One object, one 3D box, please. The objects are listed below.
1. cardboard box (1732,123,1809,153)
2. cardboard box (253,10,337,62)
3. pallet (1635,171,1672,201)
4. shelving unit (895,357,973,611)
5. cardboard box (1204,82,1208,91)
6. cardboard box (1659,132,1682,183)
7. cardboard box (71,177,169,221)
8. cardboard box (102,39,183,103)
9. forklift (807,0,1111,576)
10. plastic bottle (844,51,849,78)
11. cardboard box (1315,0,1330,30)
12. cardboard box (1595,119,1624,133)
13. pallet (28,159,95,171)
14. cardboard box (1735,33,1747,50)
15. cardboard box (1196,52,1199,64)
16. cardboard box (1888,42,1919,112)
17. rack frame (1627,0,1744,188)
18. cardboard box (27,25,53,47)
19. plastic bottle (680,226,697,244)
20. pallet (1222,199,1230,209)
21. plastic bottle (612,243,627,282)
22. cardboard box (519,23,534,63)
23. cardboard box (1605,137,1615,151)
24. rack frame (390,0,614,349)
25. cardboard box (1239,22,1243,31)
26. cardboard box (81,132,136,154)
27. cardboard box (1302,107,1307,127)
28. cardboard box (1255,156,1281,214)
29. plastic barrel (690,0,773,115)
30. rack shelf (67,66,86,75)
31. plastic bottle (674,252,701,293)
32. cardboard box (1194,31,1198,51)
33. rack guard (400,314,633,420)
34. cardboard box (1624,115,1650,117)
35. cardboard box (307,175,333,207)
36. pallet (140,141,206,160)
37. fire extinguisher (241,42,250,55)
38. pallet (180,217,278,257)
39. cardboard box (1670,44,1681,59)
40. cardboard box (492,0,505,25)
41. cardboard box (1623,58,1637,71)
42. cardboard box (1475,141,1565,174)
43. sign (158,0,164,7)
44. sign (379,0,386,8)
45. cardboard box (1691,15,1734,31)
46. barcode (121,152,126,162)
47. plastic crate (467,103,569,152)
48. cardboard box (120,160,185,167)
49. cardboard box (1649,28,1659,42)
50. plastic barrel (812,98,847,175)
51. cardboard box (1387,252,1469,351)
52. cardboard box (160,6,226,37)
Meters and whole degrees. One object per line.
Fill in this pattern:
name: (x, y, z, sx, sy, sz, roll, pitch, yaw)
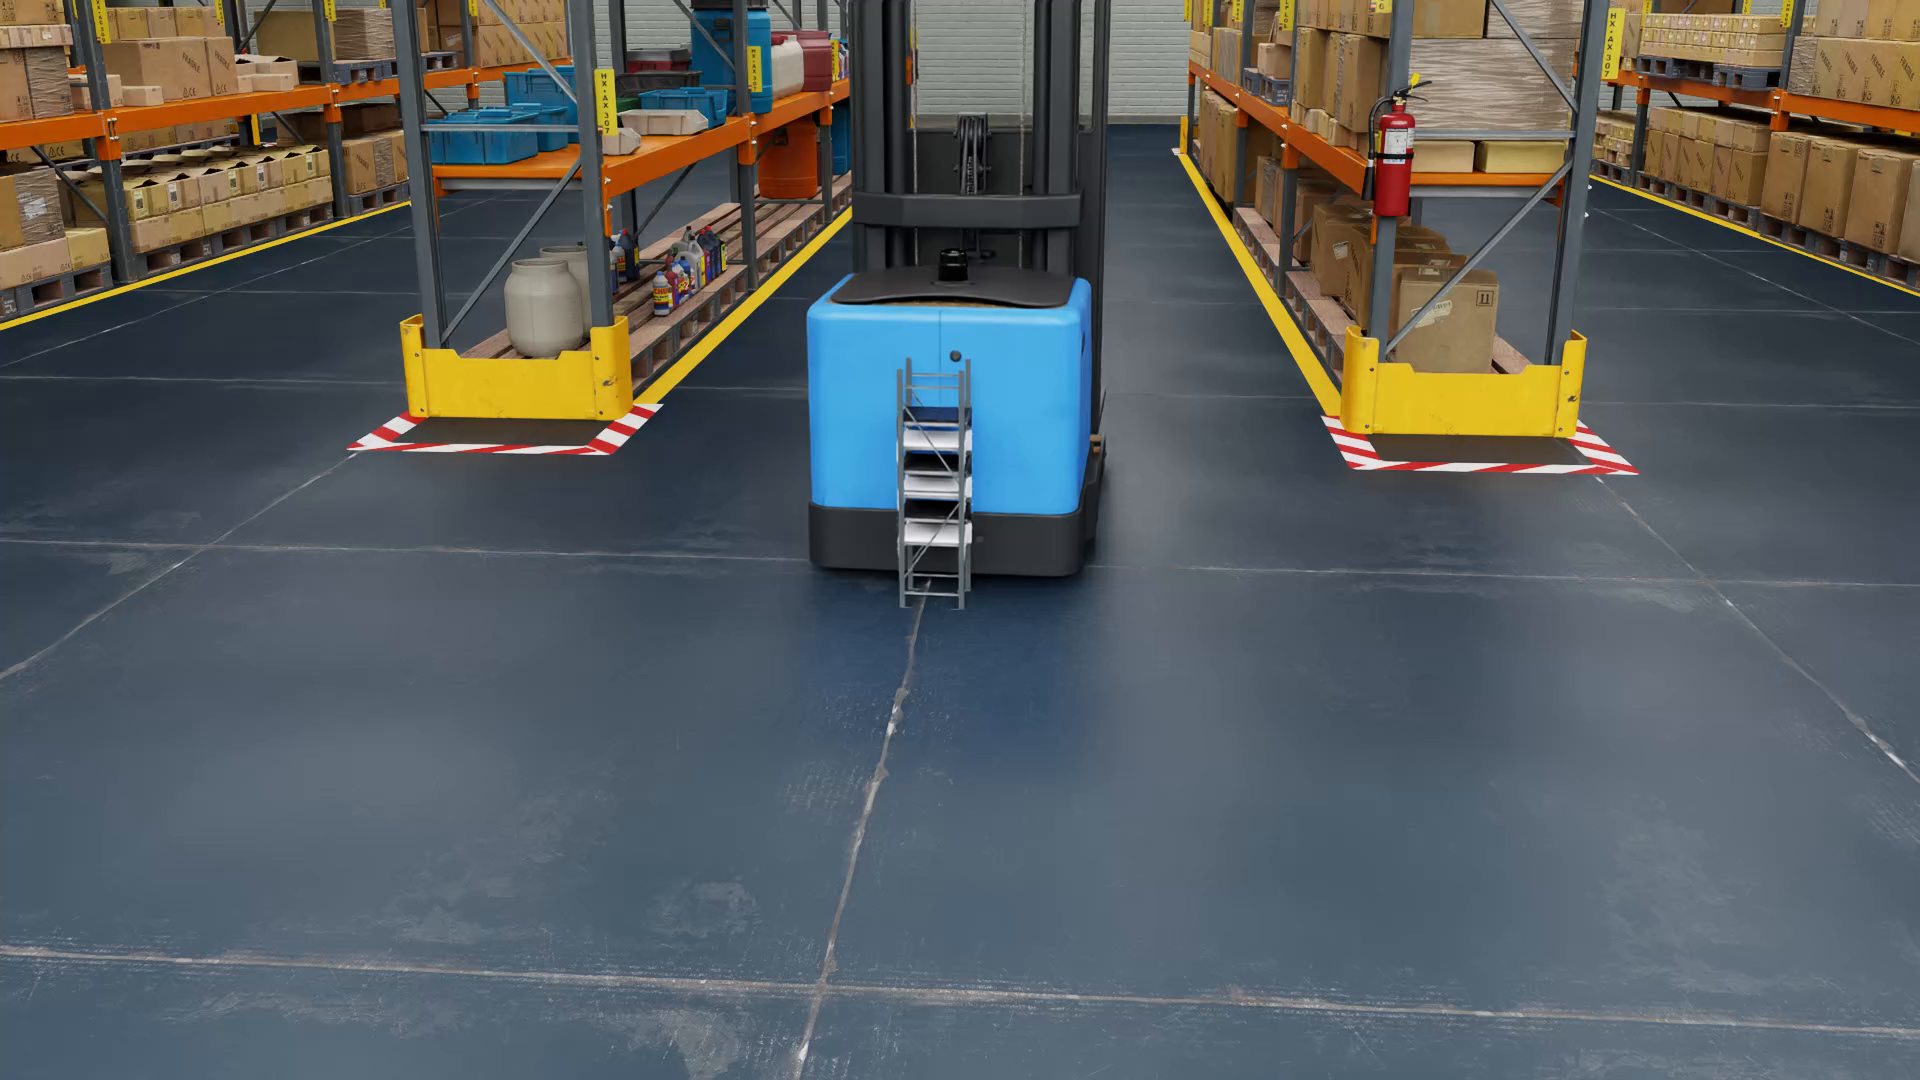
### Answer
cardboard box: (7.896, -3.922, 16.211, 0.500, 0.250, 0.500, 1, 18, 3)
cardboard box: (-6.779, -5.145, 16.974, 0.700, 0.500, 0.500, -5, 19, -15)
pallet: (8.341, -4.011, 18.825, 1.003, 0.211, 1.213, 1, 18, 4)
shelving unit: (-0.092, -0.203, 6.096, 0.258, 0.900, 0.210, 2, 18, 7)
cardboard box: (3.711, -5.669, 22.145, 0.875, 0.875, 0.875, 1, 18, 4)
cardboard box: (8.042, -4.202, 18.269, 0.500, 0.500, 0.500, 2, 18, 6)
cardboard box: (-6.721, -2.740, 13.309, 0.500, 0.311, 0.500, 1, 18, 4)
cardboard box: (-6.890, -3.907, 13.869, 0.500, 0.500, 0.500, 3, 18, 8)
forklift: (0.109, -1.670, 7.313, 1.130, 2.935, 3.031, 2, 18, 7)
plastic bottle: (-1.250, -5.189, 18.129, 0.061, 0.283, 0.133, 1, 18, 4)
cardboard box: (2.525, -3.455, 10.406, 0.500, 0.500, 0.500, 1, 18, 4)
cardboard box: (8.182, -5.229, 21.011, 0.380, 0.149, 0.250, 1, 18, 2)
pallet: (-11.346, -4.485, 20.273, 1.003, 0.211, 1.213, 1, 18, 4)
cardboard box: (7.707, -4.804, 16.018, 0.380, 0.149, 0.250, 2, 18, 6)
cardboard box: (3.279, -6.263, 21.621, 0.380, 0.149, 0.250, 1, 18, 3)
cardboard box: (7.665, -3.623, 13.002, 0.500, 0.500, 0.500, 1, 18, 4)
rack frame: (8.395, -5.578, 19.129, 1.000, 3.000, 0.127, 1, 18, 4)
cardboard box: (-6.824, -3.648, 12.036, 0.380, 0.149, 0.250, 1, 18, 3)
plastic bottle: (-1.961, -2.093, 12.041, 0.144, 0.351, 0.185, 1, 18, 4)
pallet: (3.390, -3.774, 18.101, 1.003, 0.211, 1.213, 1, 18, 4)
plastic bottle: (-2.420, -1.970, 11.791, 0.097, 0.271, 0.097, 0, 18, 0)
cardboard box: (-6.010, -6.615, 22.132, 0.500, 0.500, 0.500, 1, 18, 3)
cardboard box: (8.110, -4.837, 20.294, 0.380, 0.149, 0.250, 1, 18, 2)
rack frame: (-2.345, -2.104, 8.526, 1.000, 3.000, 0.127, 1, 18, 4)
cardboard box: (3.328, -5.640, 17.545, 0.797, 0.503, 0.637, 2, 18, 6)
cardboard box: (-11.210, -5.294, 21.601, 0.700, 0.500, 0.500, 2, 18, 5)
cardboard box: (2.545, -2.901, 11.361, 0.380, 0.149, 0.250, 1, 18, 4)
cardboard box: (3.141, -3.291, 15.456, 0.700, 0.500, 0.500, 0, 18, 1)
plastic barrel: (-1.728, -3.698, 12.585, 0.600, 0.901, 0.708, 1, 18, 4)
rack shelf: (-11.510, -5.089, 18.792, 1.077, 0.370, 4.000, 1, 18, 4)
plastic bottle: (-1.869, -1.844, 11.401, 0.152, 0.276, 0.135, 2, 18, 5)
cardboard box: (3.368, -6.572, 21.926, 0.500, 0.250, 0.500, 1, 18, 2)
rack guard: (-2.387, -0.941, 8.991, 1.175, 0.500, 0.348, 1, 18, 4)
cardboard box: (8.884, -5.454, 21.700, 0.380, 0.149, 0.250, 2, 18, 6)
cardboard box: (-6.506, -3.424, 16.297, 0.500, 0.250, 0.500, 2, 18, 5)
pallet: (-11.149, -5.341, 22.884, 1.003, 0.211, 1.213, 1, 18, 4)
fire extinguisher: (-10.608, -7.117, 24.548, 0.296, 0.674, 0.183, 1, 18, 4)
pallet: (-6.900, -2.742, 14.953, 1.003, 0.211, 1.213, 1, 18, 4)
cardboard box: (7.836, -5.225, 17.782, 0.380, 0.149, 0.250, 0, 18, 1)
cardboard box: (-6.074, -6.765, 20.987, 0.500, 0.500, 0.500, 1, 18, 2)
cardboard box: (8.092, -5.635, 19.707, 0.380, 0.149, 0.250, 1, 18, 2)
cardboard box: (2.853, -1.957, 8.482, 0.380, 0.149, 0.250, 1, 18, 4)
sign: (-11.633, -7.758, 24.263, 0.100, 0.325, 0.005, 1, 18, 4)
sign: (-6.967, -6.364, 20.136, 0.100, 0.325, 0.005, 1, 18, 4)
cardboard box: (7.801, -5.343, 17.187, 0.380, 0.149, 0.250, 2, 18, 6)
barcode: (-6.565, -3.005, 13.043, 0.001, 0.075, 0.075, 1, 18, 4)
plastic crate: (-2.555, -2.397, 9.659, 0.499, 0.251, 0.408, 1, 18, 4)
cardboard box: (-7.147, -3.222, 14.780, 0.500, 0.311, 0.500, 1, 18, 3)
cardboard box: (7.892, -5.607, 18.469, 0.380, 0.149, 0.250, 1, 18, 3)
plastic barrel: (-1.592, -4.645, 18.976, 0.600, 0.901, 0.708, 1, 18, 4)
cardboard box: (2.665, -1.385, 9.672, 0.500, 0.500, 0.500, 6, 19, 18)
cardboard box: (-11.106, -7.278, 23.836, 0.980, 0.700, 0.700, 2, 18, 6)
